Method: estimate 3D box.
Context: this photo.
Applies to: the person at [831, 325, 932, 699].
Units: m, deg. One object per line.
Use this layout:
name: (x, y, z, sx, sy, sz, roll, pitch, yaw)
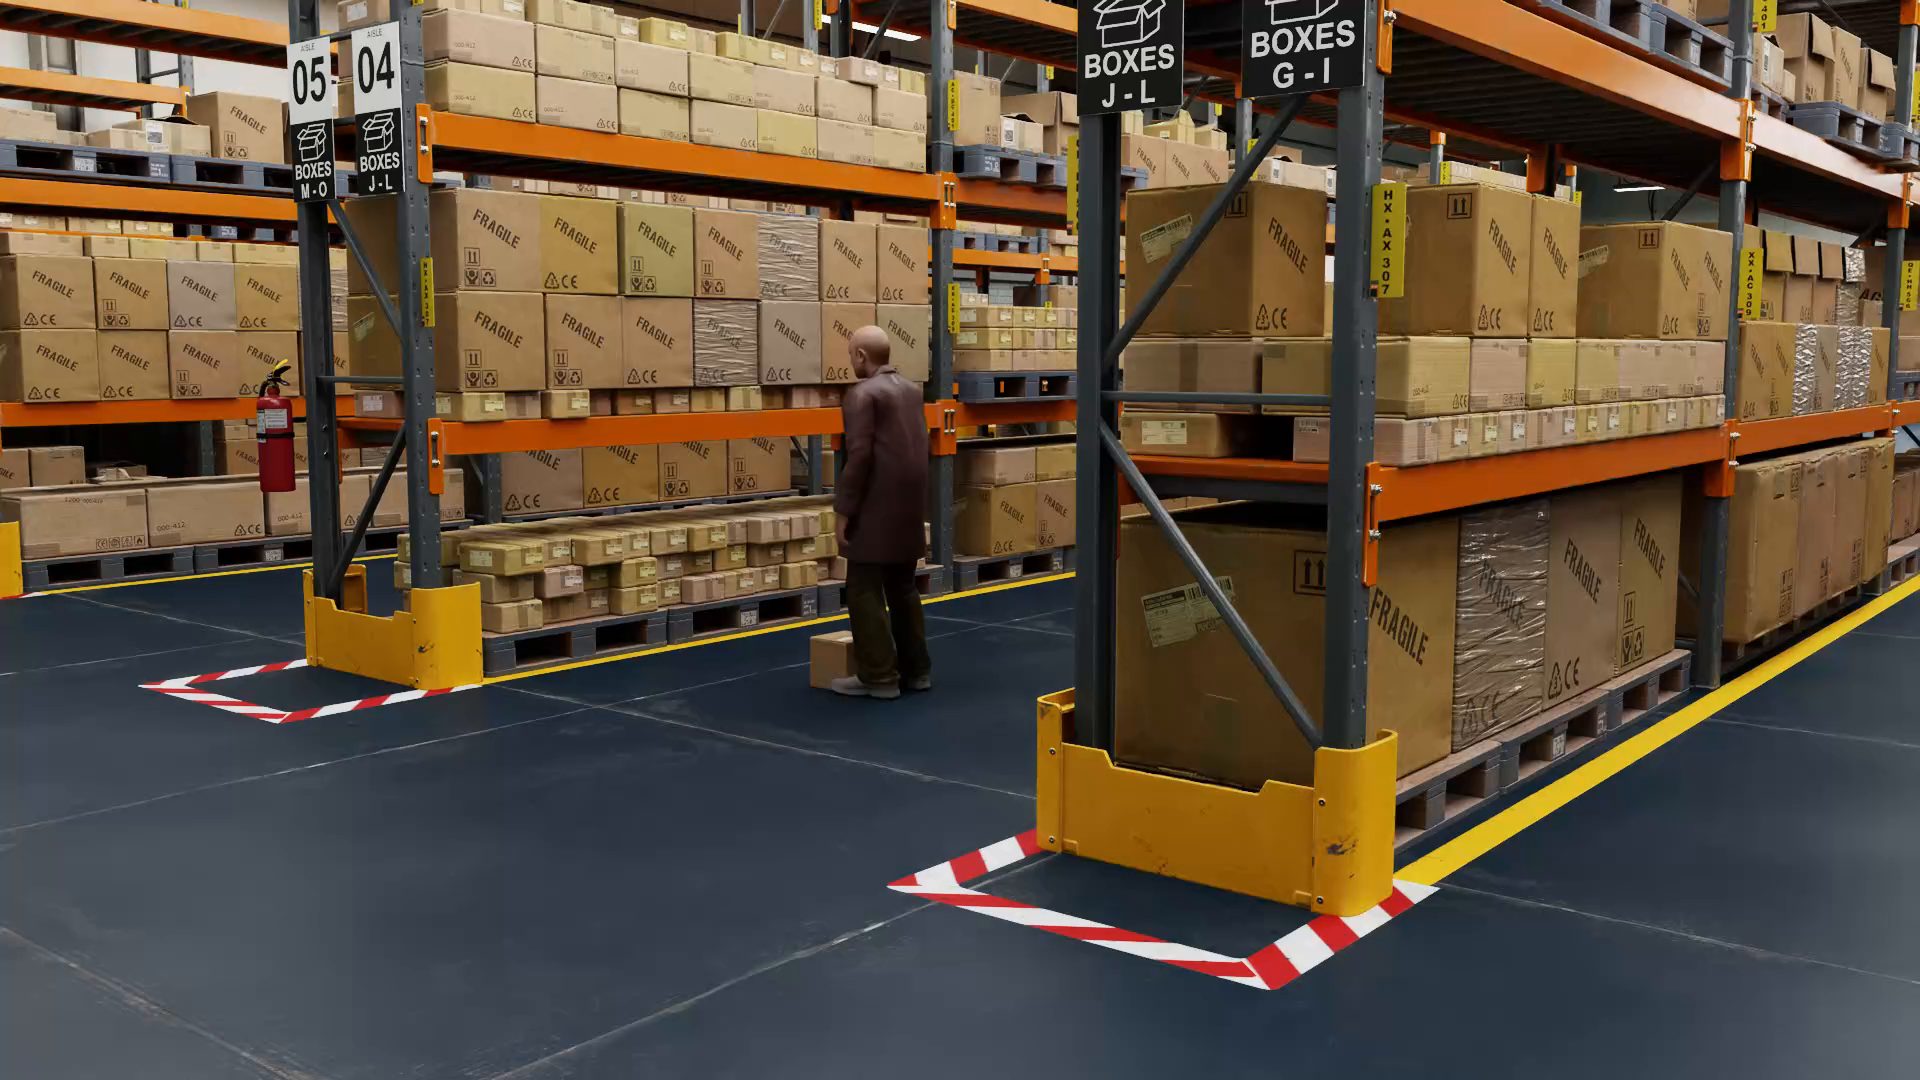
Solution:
person: (-0.379, -0.138, 7.995, 0.423, 1.774, 0.653, 5, 8, 35)
